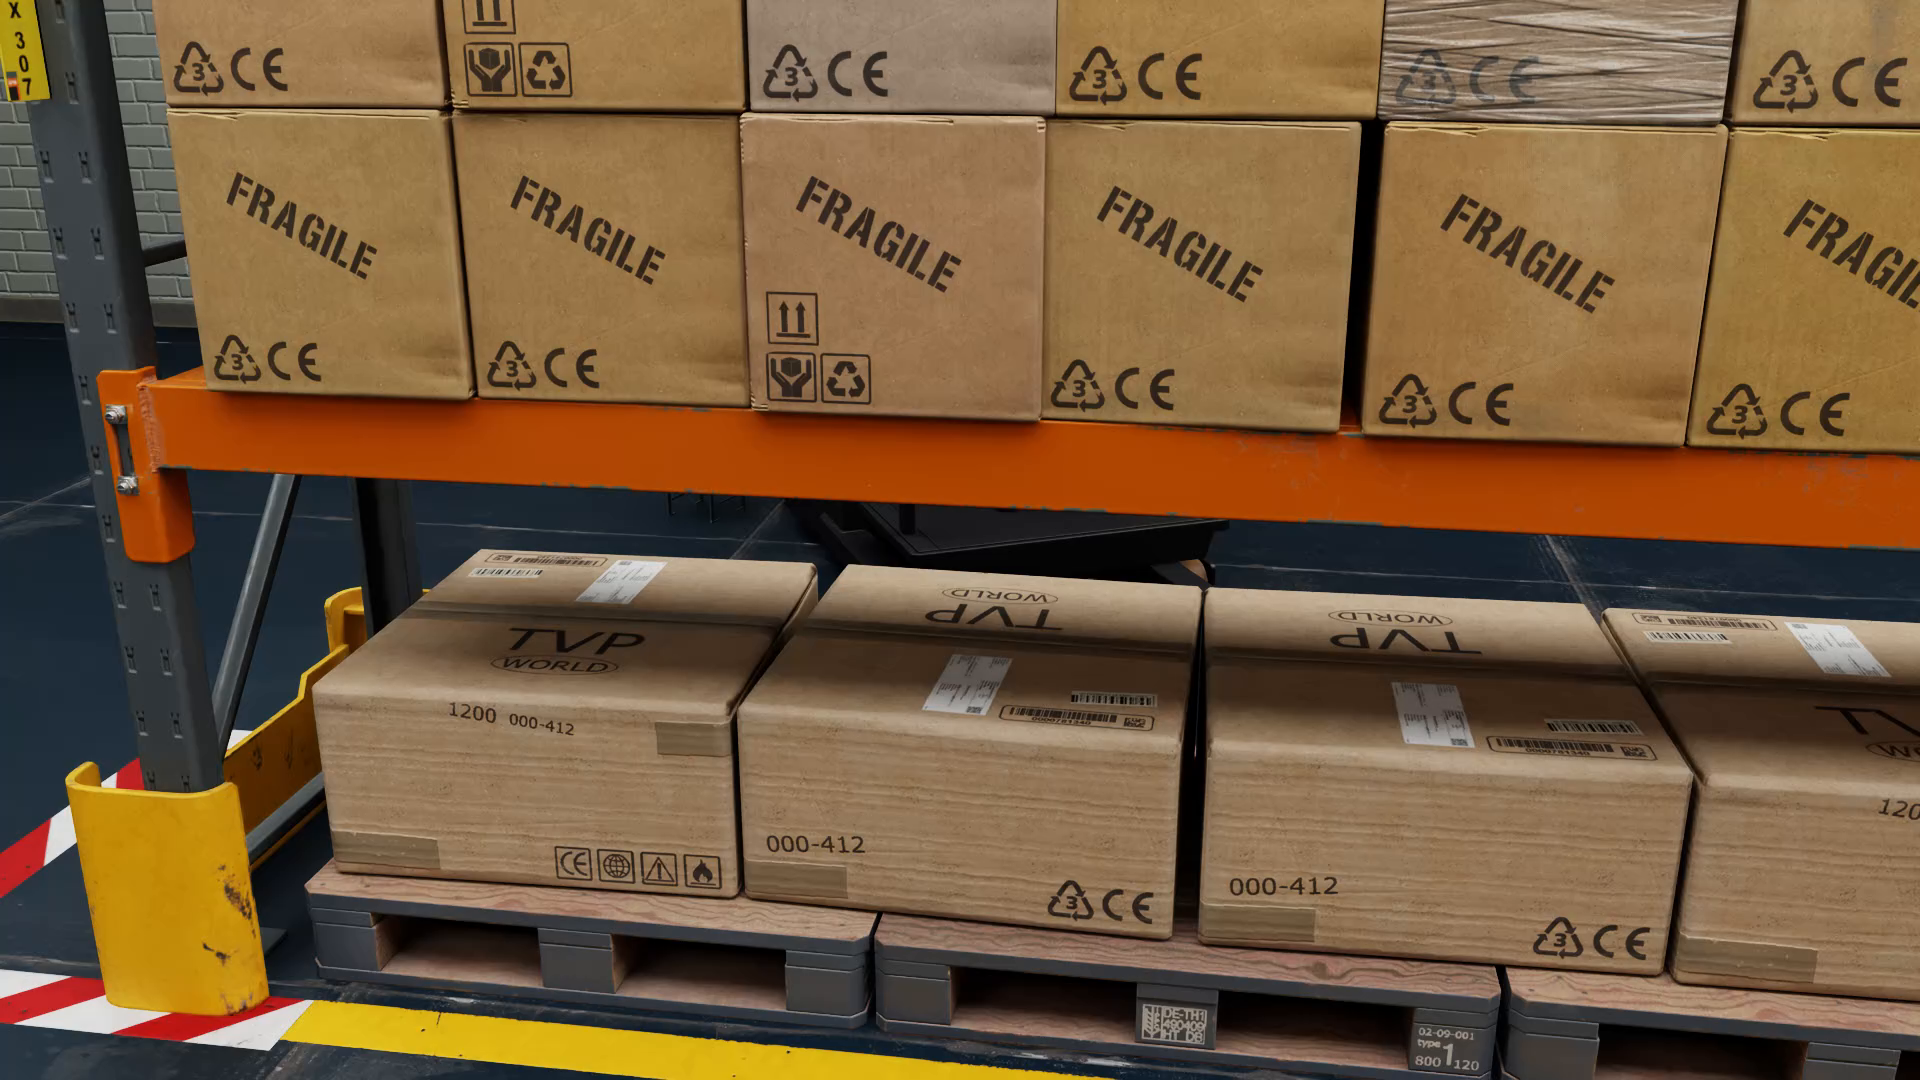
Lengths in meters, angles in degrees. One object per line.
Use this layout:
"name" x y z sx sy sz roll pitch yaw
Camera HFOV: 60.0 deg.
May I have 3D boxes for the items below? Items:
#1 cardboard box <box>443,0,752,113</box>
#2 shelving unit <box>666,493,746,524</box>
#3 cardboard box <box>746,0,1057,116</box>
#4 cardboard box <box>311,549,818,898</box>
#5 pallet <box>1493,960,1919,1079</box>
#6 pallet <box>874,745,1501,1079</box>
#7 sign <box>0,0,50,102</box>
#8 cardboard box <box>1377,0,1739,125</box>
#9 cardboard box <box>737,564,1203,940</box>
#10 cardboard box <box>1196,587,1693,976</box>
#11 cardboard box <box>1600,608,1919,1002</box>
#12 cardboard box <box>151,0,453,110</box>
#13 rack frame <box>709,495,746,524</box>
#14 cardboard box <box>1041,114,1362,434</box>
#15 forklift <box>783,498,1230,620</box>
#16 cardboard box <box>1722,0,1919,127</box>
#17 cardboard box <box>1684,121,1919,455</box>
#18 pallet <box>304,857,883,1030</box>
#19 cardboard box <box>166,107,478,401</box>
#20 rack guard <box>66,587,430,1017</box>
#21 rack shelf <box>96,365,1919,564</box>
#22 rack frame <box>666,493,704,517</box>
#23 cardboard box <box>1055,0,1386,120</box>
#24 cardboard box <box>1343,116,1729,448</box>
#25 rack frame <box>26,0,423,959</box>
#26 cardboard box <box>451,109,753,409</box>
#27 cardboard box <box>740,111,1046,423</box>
"cardboard box" -0.567 -1.021 2.893 0.500 0.500 0.500 2 19 7
"shelving unit" -1.010 -0.540 6.498 0.210 0.900 0.258 9 20 25
"cardboard box" -0.057 -0.997 2.823 0.500 0.500 0.500 3 19 8
"cardboard box" -0.839 0.381 3.812 0.875 0.438 0.875 2 19 7
"pallet" 1.704 0.825 3.506 1.213 0.211 1.003 3 19 9
"pallet" 0.496 0.764 3.687 1.213 0.211 1.003 3 19 9
"sign" -1.600 -0.911 2.809 0.005 0.325 0.100 3 19 9
"cardboard box" 0.929 -0.945 2.666 0.500 0.500 0.500 3 19 9
"cardboard box" 0.066 0.425 3.682 0.875 0.438 0.875 3 19 10
"cardboard box" 0.956 0.471 3.545 0.875 0.438 0.875 2 19 7
"cardboard box" 1.840 0.516 3.411 0.875 0.438 0.875 3 19 8
"cardboard box" -1.078 -1.045 2.964 0.500 0.500 0.500 3 19 7
"rack frame" -0.919 -0.525 6.455 0.006 0.900 0.240 9 20 25
"cardboard box" 0.422 -0.502 2.918 0.500 0.500 0.500 4 19 10
"forklift" 0.210 -1.203 5.281 1.130 2.935 3.031 -6 20 -19
"cardboard box" 1.433 -0.922 2.598 0.500 0.500 0.500 3 19 8
"cardboard box" 1.435 -0.450 2.763 0.500 0.500 0.500 2 19 7
"pallet" -0.705 0.702 3.873 1.213 0.211 1.003 3 19 9
"cardboard box" -1.078 -0.570 3.121 0.500 0.500 0.500 3 19 8
"rack guard" -1.530 0.548 3.878 0.348 0.500 1.175 3 19 9
"rack shelf" 0.468 -0.195 3.291 4.000 0.370 1.077 3 19 9
"rack frame" -1.102 -0.554 6.541 0.006 0.900 0.240 9 20 25
"cardboard box" 0.436 -0.972 2.749 0.500 0.500 0.500 3 19 9
"cardboard box" 0.937 -0.471 2.825 0.500 0.500 0.500 3 19 8
"rack frame" -1.507 -0.636 3.478 0.127 3.000 1.000 3 19 9
"cardboard box" -0.574 -0.553 3.071 0.500 0.500 0.500 3 19 8
"cardboard box" -0.075 -0.522 2.977 0.500 0.500 0.500 3 19 8
